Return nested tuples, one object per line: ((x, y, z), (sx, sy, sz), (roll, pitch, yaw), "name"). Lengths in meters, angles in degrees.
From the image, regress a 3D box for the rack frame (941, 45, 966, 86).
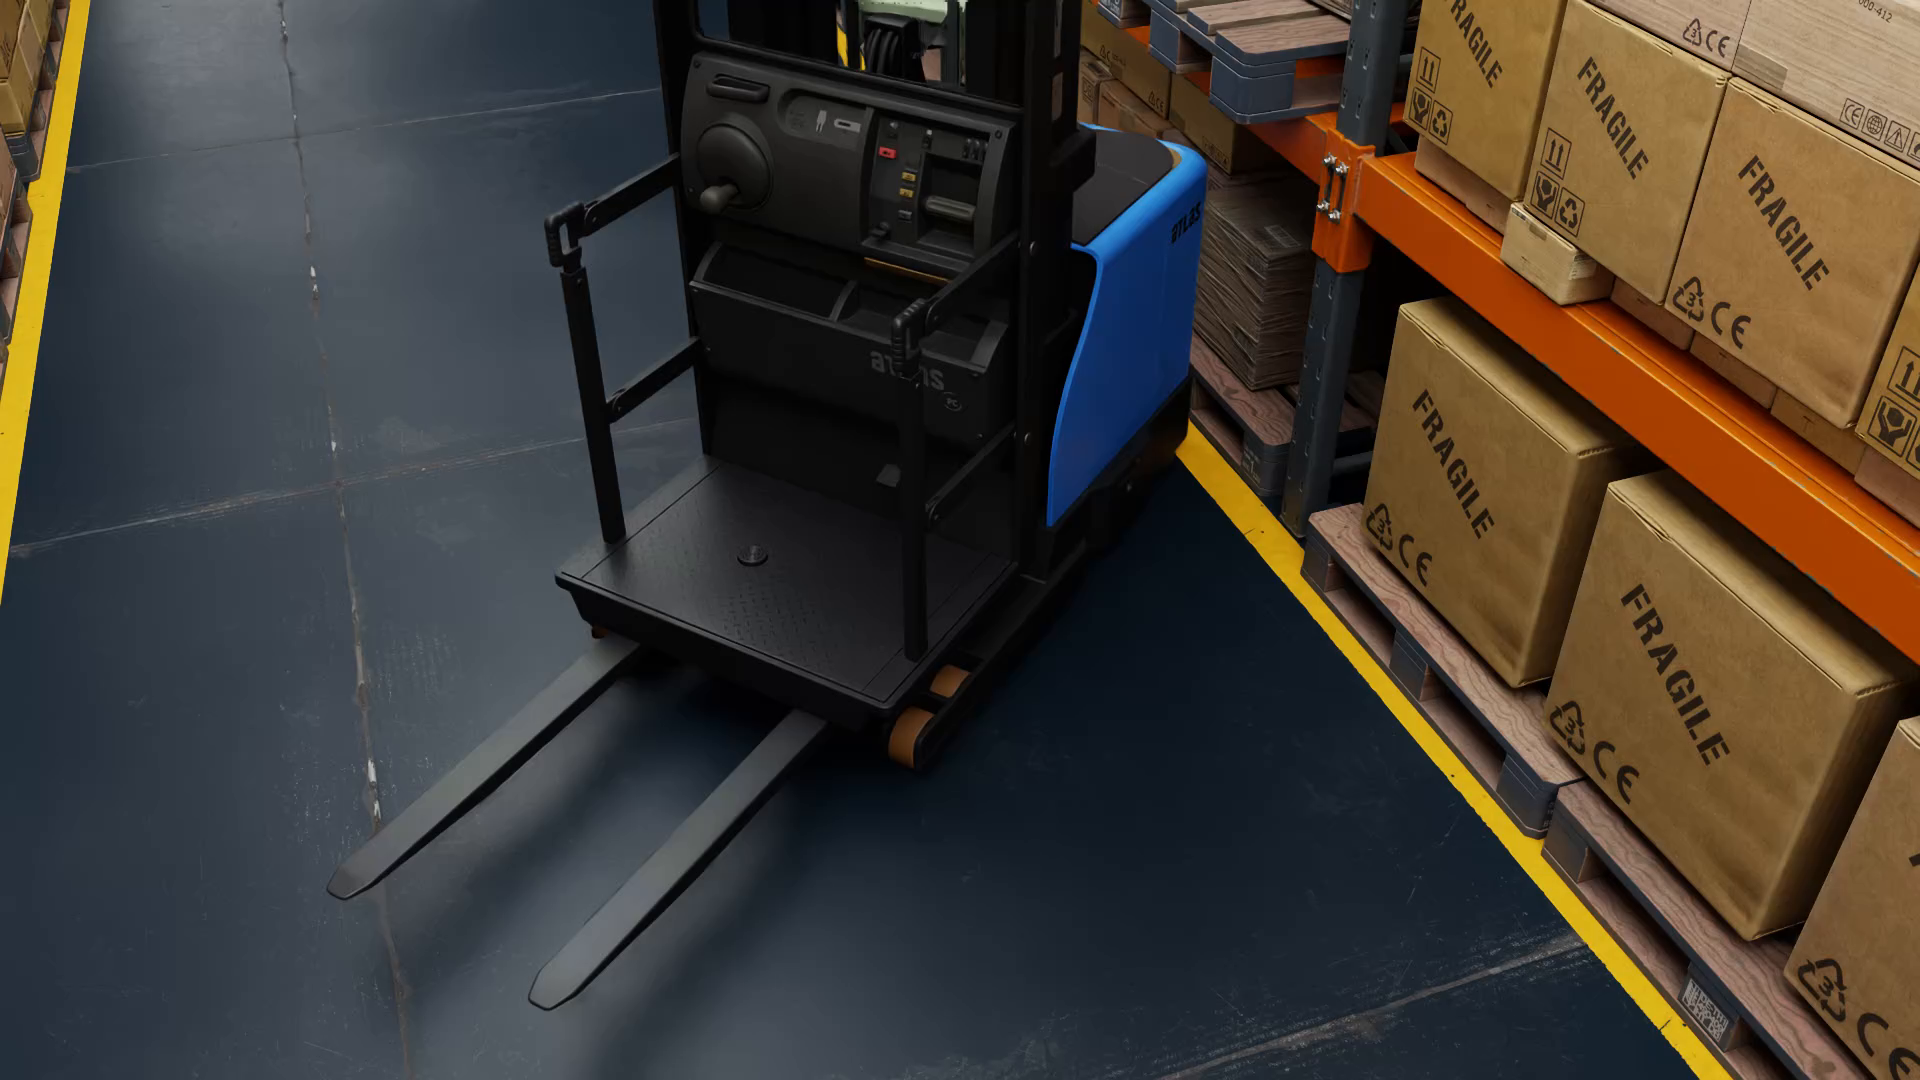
((0.117, -1.691, 6.249), (0.400, 1.500, 0.023), (15, 40, 19), "rack frame")

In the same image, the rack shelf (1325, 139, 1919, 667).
((2.201, 0.086, 3.241), (1.077, 0.370, 4.000), (-12, 39, -16), "rack shelf")

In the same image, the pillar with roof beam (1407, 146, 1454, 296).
((-2.164, -3.750, 2.749), (9.100, 9.000, 0.400), (-12, 39, -16), "pillar with roof beam")

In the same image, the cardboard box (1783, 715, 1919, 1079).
((2.235, 0.777, 3.163), (0.750, 0.750, 0.750), (-11, 38, -15), "cardboard box")

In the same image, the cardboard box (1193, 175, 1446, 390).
((1.216, -0.905, 5.670), (0.700, 0.500, 0.500), (-12, 39, -15), "cardboard box")

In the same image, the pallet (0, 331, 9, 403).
((-3.799, -0.351, 5.541), (1.003, 0.211, 1.213), (-12, 39, -16), "pallet")

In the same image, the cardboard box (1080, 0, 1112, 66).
((0.743, -2.114, 6.653), (0.500, 0.250, 0.500), (-14, 39, -17), "cardboard box")

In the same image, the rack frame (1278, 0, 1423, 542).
((1.513, -1.332, 4.525), (1.000, 3.000, 0.127), (-12, 39, -16), "rack frame")

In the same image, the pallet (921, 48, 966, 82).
((0.406, -2.038, 7.780), (1.003, 0.211, 1.213), (-12, 39, -16), "pallet")

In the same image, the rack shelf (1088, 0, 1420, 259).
((0.825, -2.174, 6.241), (1.077, 0.370, 4.000), (-12, 39, -16), "rack shelf")

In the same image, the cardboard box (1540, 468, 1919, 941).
((1.939, 0.298, 3.799), (0.750, 0.750, 0.750), (-13, 39, -16), "cardboard box")

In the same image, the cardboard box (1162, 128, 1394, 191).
((1.148, -1.220, 6.088), (0.700, 0.500, 0.500), (-13, 39, -16), "cardboard box")

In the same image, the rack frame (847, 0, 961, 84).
((-0.184, -1.290, 5.716), (0.400, 1.500, 0.023), (15, 40, 19), "rack frame")

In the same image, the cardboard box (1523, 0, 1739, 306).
((1.612, -0.873, 3.569), (0.500, 0.500, 0.500), (-11, 38, -14), "cardboard box")

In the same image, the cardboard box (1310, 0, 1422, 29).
((1.342, -1.811, 4.712), (0.700, 0.500, 0.500), (-17, 40, -21), "cardboard box")

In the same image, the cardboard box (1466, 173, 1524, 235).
((1.488, -0.861, 4.092), (0.380, 0.149, 0.250), (-12, 39, -15), "cardboard box")

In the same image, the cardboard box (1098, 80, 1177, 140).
((0.951, -1.495, 6.453), (0.700, 0.500, 0.500), (-13, 39, -16), "cardboard box")

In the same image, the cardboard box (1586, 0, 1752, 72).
((1.613, -1.185, 3.359), (0.500, 0.250, 0.500), (-13, 39, -17), "cardboard box")

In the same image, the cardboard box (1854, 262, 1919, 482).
((1.968, -0.300, 2.808), (0.500, 0.500, 0.500), (-11, 38, -15), "cardboard box")

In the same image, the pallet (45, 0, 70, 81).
((-5.171, -2.598, 8.524), (1.003, 0.211, 1.213), (-12, 39, -16), "pallet")

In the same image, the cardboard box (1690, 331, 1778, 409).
((1.799, -0.432, 3.523), (0.380, 0.149, 0.250), (-12, 39, -15), "cardboard box")

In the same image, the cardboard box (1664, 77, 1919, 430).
((1.781, -0.593, 3.197), (0.500, 0.500, 0.500), (-13, 39, -16), "cardboard box")

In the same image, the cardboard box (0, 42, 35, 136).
((-4.388, -1.958, 7.292), (0.500, 0.250, 0.500), (-12, 39, -16), "cardboard box")

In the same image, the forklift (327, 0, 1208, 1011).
((-0.407, -0.877, 3.978), (1.130, 2.935, 3.031), (19, 41, 24), "forklift")

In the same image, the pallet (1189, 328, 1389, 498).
((1.246, -0.660, 5.950), (1.003, 0.211, 1.213), (-12, 39, -16), "pallet")

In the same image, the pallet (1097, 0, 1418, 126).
((1.168, -1.635, 5.088), (1.213, 0.211, 1.003), (-12, 39, -16), "pallet")

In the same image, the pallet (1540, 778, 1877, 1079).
((2.130, 0.931, 3.838), (1.003, 0.211, 1.213), (-12, 39, -16), "pallet")

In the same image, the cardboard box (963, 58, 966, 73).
((0.406, -2.356, 7.597), (0.700, 0.500, 0.500), (-11, 38, -14), "cardboard box")

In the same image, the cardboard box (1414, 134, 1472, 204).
((1.409, -1.005, 4.284), (0.380, 0.149, 0.250), (-13, 39, -17), "cardboard box")

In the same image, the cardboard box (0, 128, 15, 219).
((-4.098, -1.459, 6.630), (0.500, 0.250, 0.500), (-13, 39, -16), "cardboard box")

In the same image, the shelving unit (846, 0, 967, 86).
((-0.033, -1.490, 5.982), (0.431, 1.500, 0.755), (15, 40, 19), "shelving unit")

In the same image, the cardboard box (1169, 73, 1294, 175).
((1.079, -1.539, 5.889), (0.500, 0.250, 0.500), (-12, 39, -15), "cardboard box")

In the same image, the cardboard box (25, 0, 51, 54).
((-4.723, -2.525, 8.045), (0.500, 0.250, 0.500), (-12, 39, -16), "cardboard box")

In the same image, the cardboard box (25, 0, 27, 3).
((-4.723, -2.824, 7.819), (0.500, 0.500, 0.500), (-12, 39, -16), "cardboard box")

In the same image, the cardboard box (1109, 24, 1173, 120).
((0.897, -1.829, 6.273), (0.500, 0.250, 0.500), (-13, 39, -16), "cardboard box")

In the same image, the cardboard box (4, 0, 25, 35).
((-4.558, -2.540, 7.442), (0.500, 0.500, 0.500), (-12, 39, -16), "cardboard box")

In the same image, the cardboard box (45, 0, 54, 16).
((-4.900, -2.806, 8.418), (0.500, 0.250, 0.500), (-12, 39, -16), "cardboard box")

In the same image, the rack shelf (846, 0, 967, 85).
((-0.034, -1.802, 5.747), (0.431, 0.370, 0.720), (15, 40, 19), "rack shelf")

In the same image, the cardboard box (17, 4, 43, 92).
((-4.555, -2.241, 7.669), (0.500, 0.250, 0.500), (-12, 39, -16), "cardboard box")

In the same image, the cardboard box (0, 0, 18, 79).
((-4.379, -2.259, 7.069), (0.500, 0.500, 0.500), (-12, 39, -16), "cardboard box")

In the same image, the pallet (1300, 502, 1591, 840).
((1.714, 0.243, 4.752), (1.003, 0.211, 1.213), (-12, 39, -16), "pallet")

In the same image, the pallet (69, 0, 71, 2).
((-5.587, -3.286, 9.437), (1.003, 0.211, 1.213), (-12, 39, -16), "pallet")

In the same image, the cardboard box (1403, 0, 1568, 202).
((1.440, -1.171, 3.964), (0.500, 0.500, 0.500), (-11, 38, -15), "cardboard box")

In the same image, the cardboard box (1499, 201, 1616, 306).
((1.500, -0.693, 3.870), (0.380, 0.149, 0.250), (-11, 38, -15), "cardboard box")

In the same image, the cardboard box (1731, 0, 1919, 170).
((1.789, -0.903, 2.985), (0.500, 0.250, 0.500), (-12, 39, -16), "cardboard box")

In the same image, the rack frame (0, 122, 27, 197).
((-4.513, -2.563, 6.160), (1.000, 3.000, 0.127), (-12, 39, -16), "rack frame")

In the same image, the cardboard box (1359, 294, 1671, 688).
((1.643, -0.198, 4.458), (0.750, 0.750, 0.750), (-13, 39, -17), "cardboard box")

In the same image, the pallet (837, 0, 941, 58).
((-0.128, -2.849, 8.858), (1.003, 0.211, 1.213), (-12, 39, -16), "pallet")

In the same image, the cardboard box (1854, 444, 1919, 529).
((1.947, -0.141, 3.136), (0.380, 0.149, 0.250), (-12, 39, -16), "cardboard box")

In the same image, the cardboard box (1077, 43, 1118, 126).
((0.768, -1.778, 6.829), (0.700, 0.500, 0.500), (-12, 39, -15), "cardboard box")

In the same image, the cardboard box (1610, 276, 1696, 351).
((1.702, -0.577, 3.715), (0.380, 0.149, 0.250), (-13, 39, -16), "cardboard box")

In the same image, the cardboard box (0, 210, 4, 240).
((-3.926, -1.173, 6.250), (0.500, 0.250, 0.500), (-13, 39, -17), "cardboard box")

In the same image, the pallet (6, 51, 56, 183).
((-4.747, -1.908, 7.607), (1.003, 0.211, 1.213), (-12, 39, -16), "pallet")

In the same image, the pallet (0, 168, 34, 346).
((-4.223, -1.042, 6.457), (1.003, 0.211, 1.213), (-12, 39, -16), "pallet")

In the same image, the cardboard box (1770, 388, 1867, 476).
((1.878, -0.284, 3.326), (0.380, 0.149, 0.250), (-12, 39, -15), "cardboard box")
